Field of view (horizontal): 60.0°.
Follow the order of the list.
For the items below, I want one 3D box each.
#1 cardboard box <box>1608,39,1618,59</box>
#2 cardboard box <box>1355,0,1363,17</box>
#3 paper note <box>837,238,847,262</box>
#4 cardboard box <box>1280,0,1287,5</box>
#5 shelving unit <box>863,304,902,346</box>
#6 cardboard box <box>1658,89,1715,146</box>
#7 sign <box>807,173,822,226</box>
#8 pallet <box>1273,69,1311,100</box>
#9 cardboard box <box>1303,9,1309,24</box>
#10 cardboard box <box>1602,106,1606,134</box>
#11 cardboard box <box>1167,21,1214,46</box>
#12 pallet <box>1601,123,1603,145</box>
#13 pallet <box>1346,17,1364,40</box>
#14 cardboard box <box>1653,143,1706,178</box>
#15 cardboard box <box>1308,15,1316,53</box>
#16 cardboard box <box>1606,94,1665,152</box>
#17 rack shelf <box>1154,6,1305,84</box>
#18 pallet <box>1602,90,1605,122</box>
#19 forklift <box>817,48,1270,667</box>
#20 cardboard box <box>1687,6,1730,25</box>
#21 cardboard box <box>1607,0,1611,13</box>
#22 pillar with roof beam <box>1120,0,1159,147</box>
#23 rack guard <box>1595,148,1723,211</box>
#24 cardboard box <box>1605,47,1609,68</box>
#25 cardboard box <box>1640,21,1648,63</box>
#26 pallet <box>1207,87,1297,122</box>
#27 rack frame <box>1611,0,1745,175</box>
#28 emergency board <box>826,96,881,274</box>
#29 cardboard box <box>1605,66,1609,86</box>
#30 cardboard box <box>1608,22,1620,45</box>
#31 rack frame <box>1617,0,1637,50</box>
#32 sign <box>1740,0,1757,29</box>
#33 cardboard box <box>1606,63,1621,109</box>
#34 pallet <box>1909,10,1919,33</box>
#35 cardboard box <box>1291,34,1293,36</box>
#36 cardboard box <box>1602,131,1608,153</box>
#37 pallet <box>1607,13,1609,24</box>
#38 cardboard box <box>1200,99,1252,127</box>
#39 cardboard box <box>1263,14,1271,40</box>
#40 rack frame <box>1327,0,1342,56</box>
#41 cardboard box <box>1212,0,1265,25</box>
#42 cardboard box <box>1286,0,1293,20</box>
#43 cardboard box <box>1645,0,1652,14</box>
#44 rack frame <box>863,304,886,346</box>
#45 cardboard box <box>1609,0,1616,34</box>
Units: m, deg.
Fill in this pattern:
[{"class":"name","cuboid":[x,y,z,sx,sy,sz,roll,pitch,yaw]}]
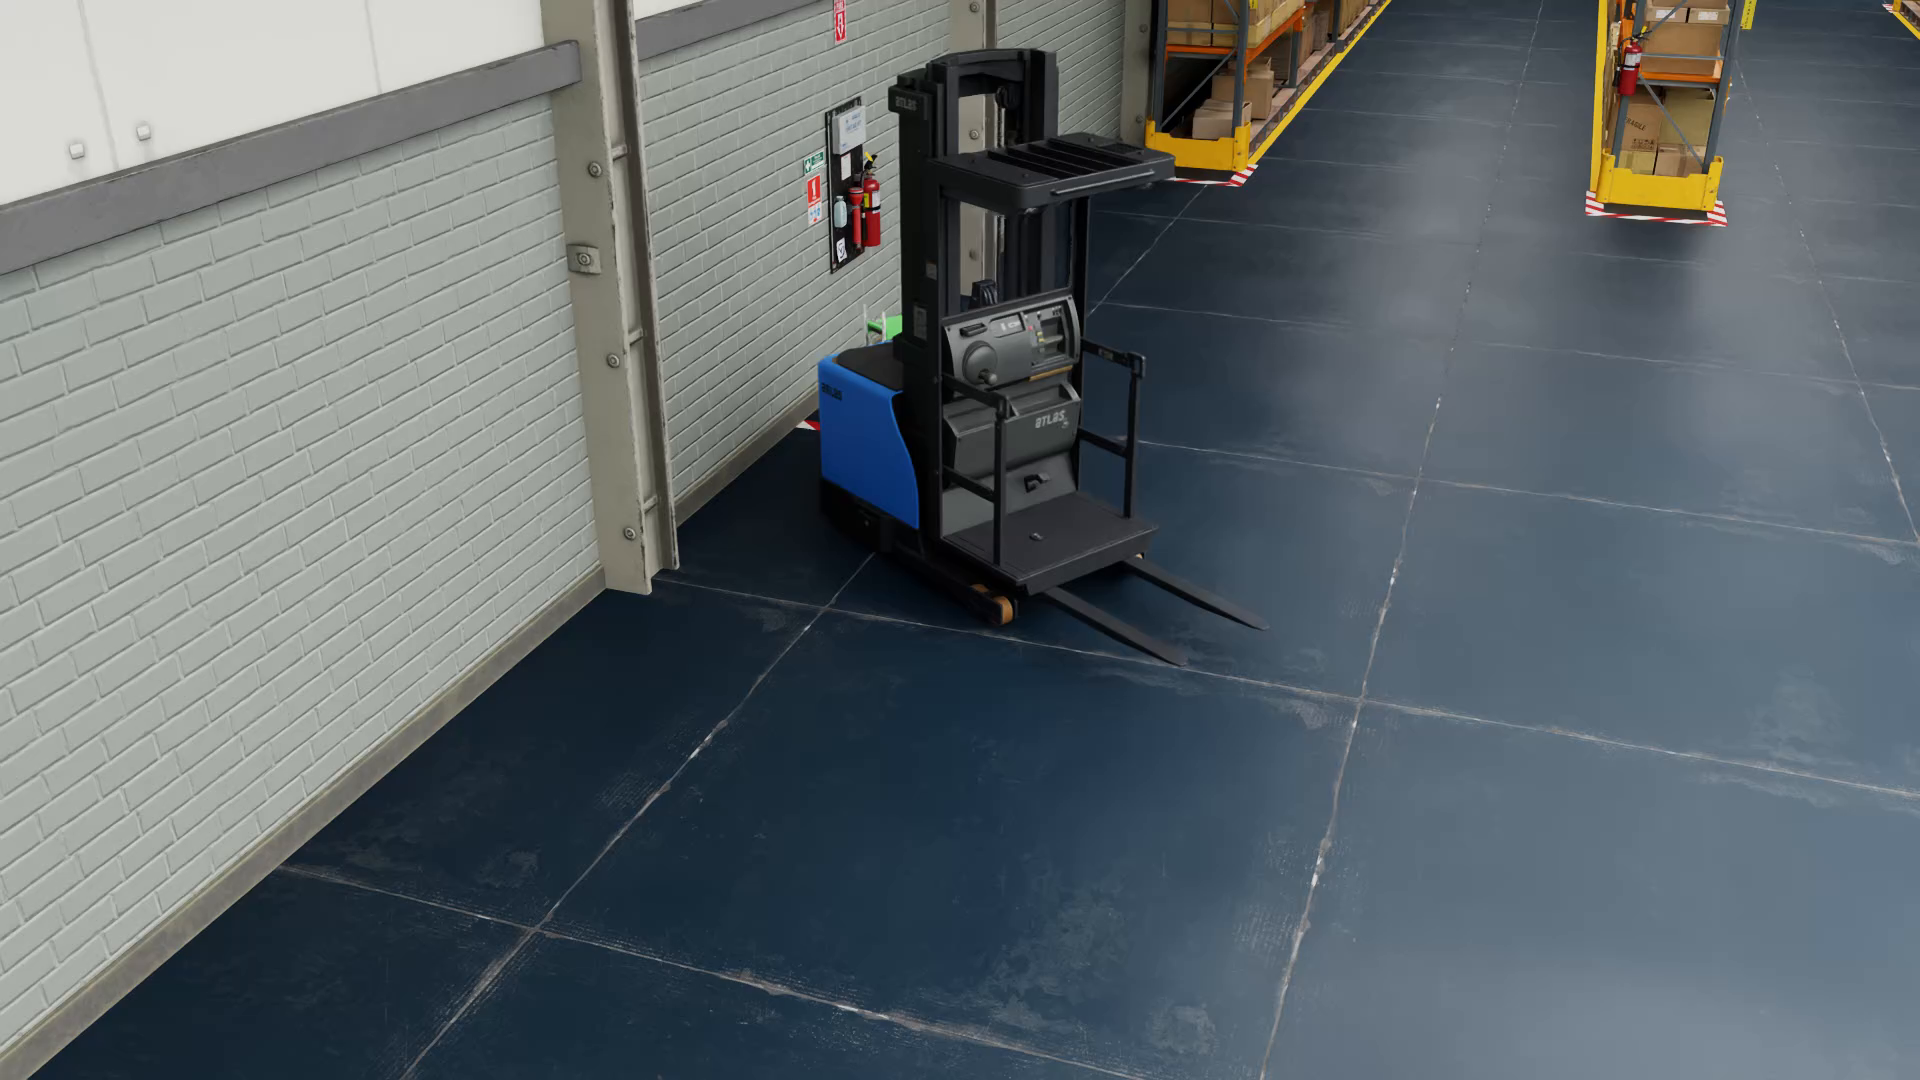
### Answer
[{"class":"cardboard box","cuboid":[9.068,-6.619,22.508,0.500,0.311,0.500,8,27,17]},{"class":"cardboard box","cuboid":[6.300,-9.156,27.703,0.750,0.750,0.750,10,27,19]},{"class":"paper note","cuboid":[-0.868,-2.133,12.224,0.016,0.148,0.142,9,27,17]},{"class":"cardboard box","cuboid":[3.648,-6.713,19.961,0.500,0.500,0.500,10,27,19]},{"class":"shelving unit","cuboid":[-0.330,-0.976,10.878,0.503,1.200,0.258,-17,28,-31]},{"class":"cardboard box","cuboid":[7.919,-4.620,18.164,0.500,0.500,0.500,9,27,17]},{"class":"sign","cuboid":[-1.025,-2.396,11.715,0.001,0.329,0.234,9,27,17]},{"class":"pallet","cuboid":[4.282,-6.363,23.150,1.003,0.211,1.213,9,27,17]},{"class":"cardboard box","cuboid":[4.750,-7.612,24.032,0.500,0.250,0.500,9,27,17]},{"class":"cardboard box","cuboid":[7.915,-4.977,19.760,0.500,0.250,0.500,9,27,17]},{"class":"cardboard box","cuboid":[2.666,-5.816,18.970,0.500,0.250,0.500,9,27,18]},{"class":"pallet","cuboid":[8.393,-5.006,20.346,1.003,0.211,1.213,9,27,17]},{"class":"pallet","cuboid":[6.097,-8.500,27.563,1.003,0.211,1.213,9,27,17]},{"class":"cardboard box","cuboid":[7.754,-4.077,17.902,0.500,0.250,0.500,9,27,17]},{"class":"cardboard box","cuboid":[4.884,-7.517,24.696,0.700,0.500,0.500,9,27,17]},{"class":"cardboard box","cuboid":[7.264,-4.490,17.895,0.500,0.500,0.500,9,27,17]},{"class":"rack shelf","cuboid":[3.359,-6.153,20.341,1.077,0.370,4.000,9,27,17]},{"class":"pallet","cuboid":[8.906,-5.635,21.646,1.003,0.211,1.213,9,27,17]},{"class":"forklift","cuboid":[0.433,-1.086,9.129,1.130,2.935,3.031,-19,32,-34]},{"class":"cardboard box","cuboid":[7.700,-5.405,17.111,0.380,0.149,0.250,9,27,17]},{"class":"cardboard box","cuboid":[11.282,-9.217,28.208,0.500,0.500,0.500,9,27,17]},{"class":"pillar with roof beam","cuboid":[6.170,-8.143,16.743,9.100,9.000,0.400,9,27,17]},{"class":"rack guard","cuboid":[7.358,-3.803,17.530,1.175,0.500,0.348,9,27,17]},{"class":"cardboard box","cuboid":[9.411,-6.797,23.520,0.500,0.250,0.500,8,27,16]},{"class":"cardboard box","cuboid":[7.704,-5.389,17.824,0.700,0.500,0.500,9,27,19]},{"class":"pallet","cuboid":[3.835,-5.762,21.909,1.003,0.211,1.213,9,27,17]},{"class":"rack frame","cuboid":[7.366,-4.938,17.006,1.000,3.000,0.127,9,27,17]},{"class":"emergency board","cuboid":[-0.744,-2.592,12.161,0.194,1.169,0.643,9,27,17]},{"class":"cardboard box","cuboid":[8.902,-6.163,22.211,0.500,0.250,0.500,9,27,19]},{"class":"cardboard box","cuboid":[9.577,-7.256,23.825,0.500,0.311,0.500,10,27,19]},{"class":"rack frame","cuboid":[8.697,-6.581,20.401,1.000,3.000,0.127,9,27,17]},{"class":"sign","cuboid":[7.888,-5.280,16.629,0.100,0.325,0.005,9,27,17]},{"class":"cardboard box","cuboid":[7.915,-5.314,19.597,0.500,0.500,0.500,9,27,17]},{"class":"pallet","cuboid":[16.642,-8.705,27.987,1.003,0.211,1.213,9,27,17]},{"class":"cardboard box","cuboid":[4.379,-6.896,23.414,0.700,0.500,0.500,8,27,16]},{"class":"cardboard box","cuboid":[7.421,-4.360,18.485,0.500,0.250,0.500,9,27,17]},{"class":"pallet","cuboid":[11.589,-8.896,28.381,1.003,0.211,1.213,9,27,17]},{"class":"cardboard box","cuboid":[3.198,-5.148,20.021,0.500,0.311,0.500,11,28,22]},{"class":"cardboard box","cuboid":[3.315,-5.966,19.279,0.500,0.250,0.500,8,27,16]},{"class":"rack frame","cuboid":[5.356,-8.942,25.277,1.000,3.000,0.127,9,27,17]},{"class":"cardboard box","cuboid":[3.136,-6.086,18.667,0.500,0.500,0.500,9,27,18]},{"class":"cardboard box","cuboid":[3.826,-6.589,20.565,0.500,0.250,0.500,9,27,17]},{"class":"cardboard box","cuboid":[7.399,-5.567,17.447,0.380,0.149,0.250,9,27,19]},{"class":"rack frame","cuboid":[-0.531,-0.916,10.754,0.015,1.200,0.240,-17,28,-31]},{"class":"cardboard box","cuboid":[10.460,-8.146,25.995,0.500,0.500,0.500,8,27,15]}]
